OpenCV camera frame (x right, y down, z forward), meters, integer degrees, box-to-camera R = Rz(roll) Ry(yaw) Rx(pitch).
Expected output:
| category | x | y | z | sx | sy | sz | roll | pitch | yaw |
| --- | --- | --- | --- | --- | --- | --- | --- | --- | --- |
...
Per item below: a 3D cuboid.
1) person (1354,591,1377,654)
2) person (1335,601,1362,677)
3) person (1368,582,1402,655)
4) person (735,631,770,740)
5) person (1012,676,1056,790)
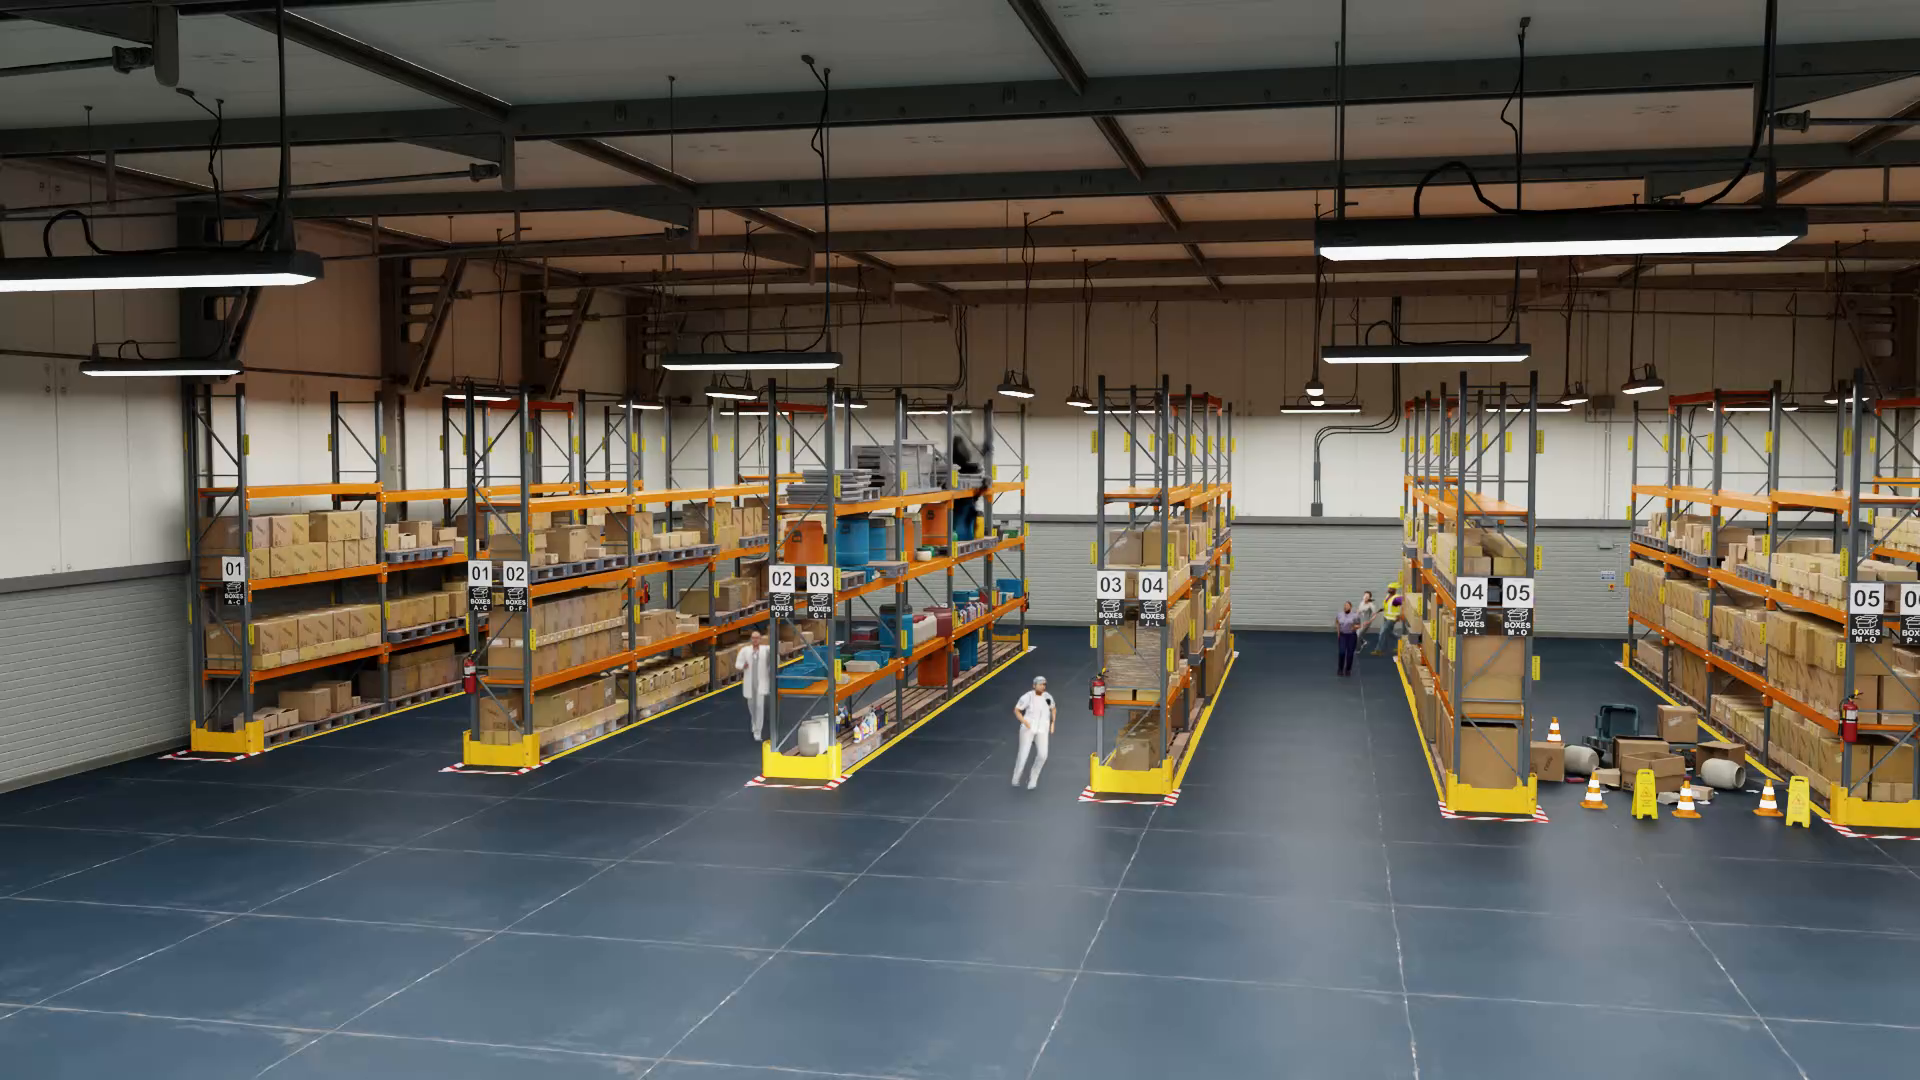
| category | x | y | z | sx | sy | sz | roll | pitch | yaw |
| --- | --- | --- | --- | --- | --- | --- | --- | --- | --- |
| person | 9.593 | 1.970 | 39.576 | 0.520 | 1.543 | 0.715 | -1 | 4 | -22 |
| person | 8.376 | 2.152 | 35.907 | 0.578 | 1.643 | 0.658 | 1 | 3 | 17 |
| person | 10.180 | 1.866 | 39.383 | 0.963 | 1.747 | 0.759 | -1 | 3 | -9 |
| person | -3.486 | 2.456 | 28.403 | 0.701 | 1.792 | 0.949 | 0 | 3 | 2 |
| person | 1.112 | 2.812 | 24.289 | 0.677 | 1.662 | 0.649 | -1 | 3 | -10 |
